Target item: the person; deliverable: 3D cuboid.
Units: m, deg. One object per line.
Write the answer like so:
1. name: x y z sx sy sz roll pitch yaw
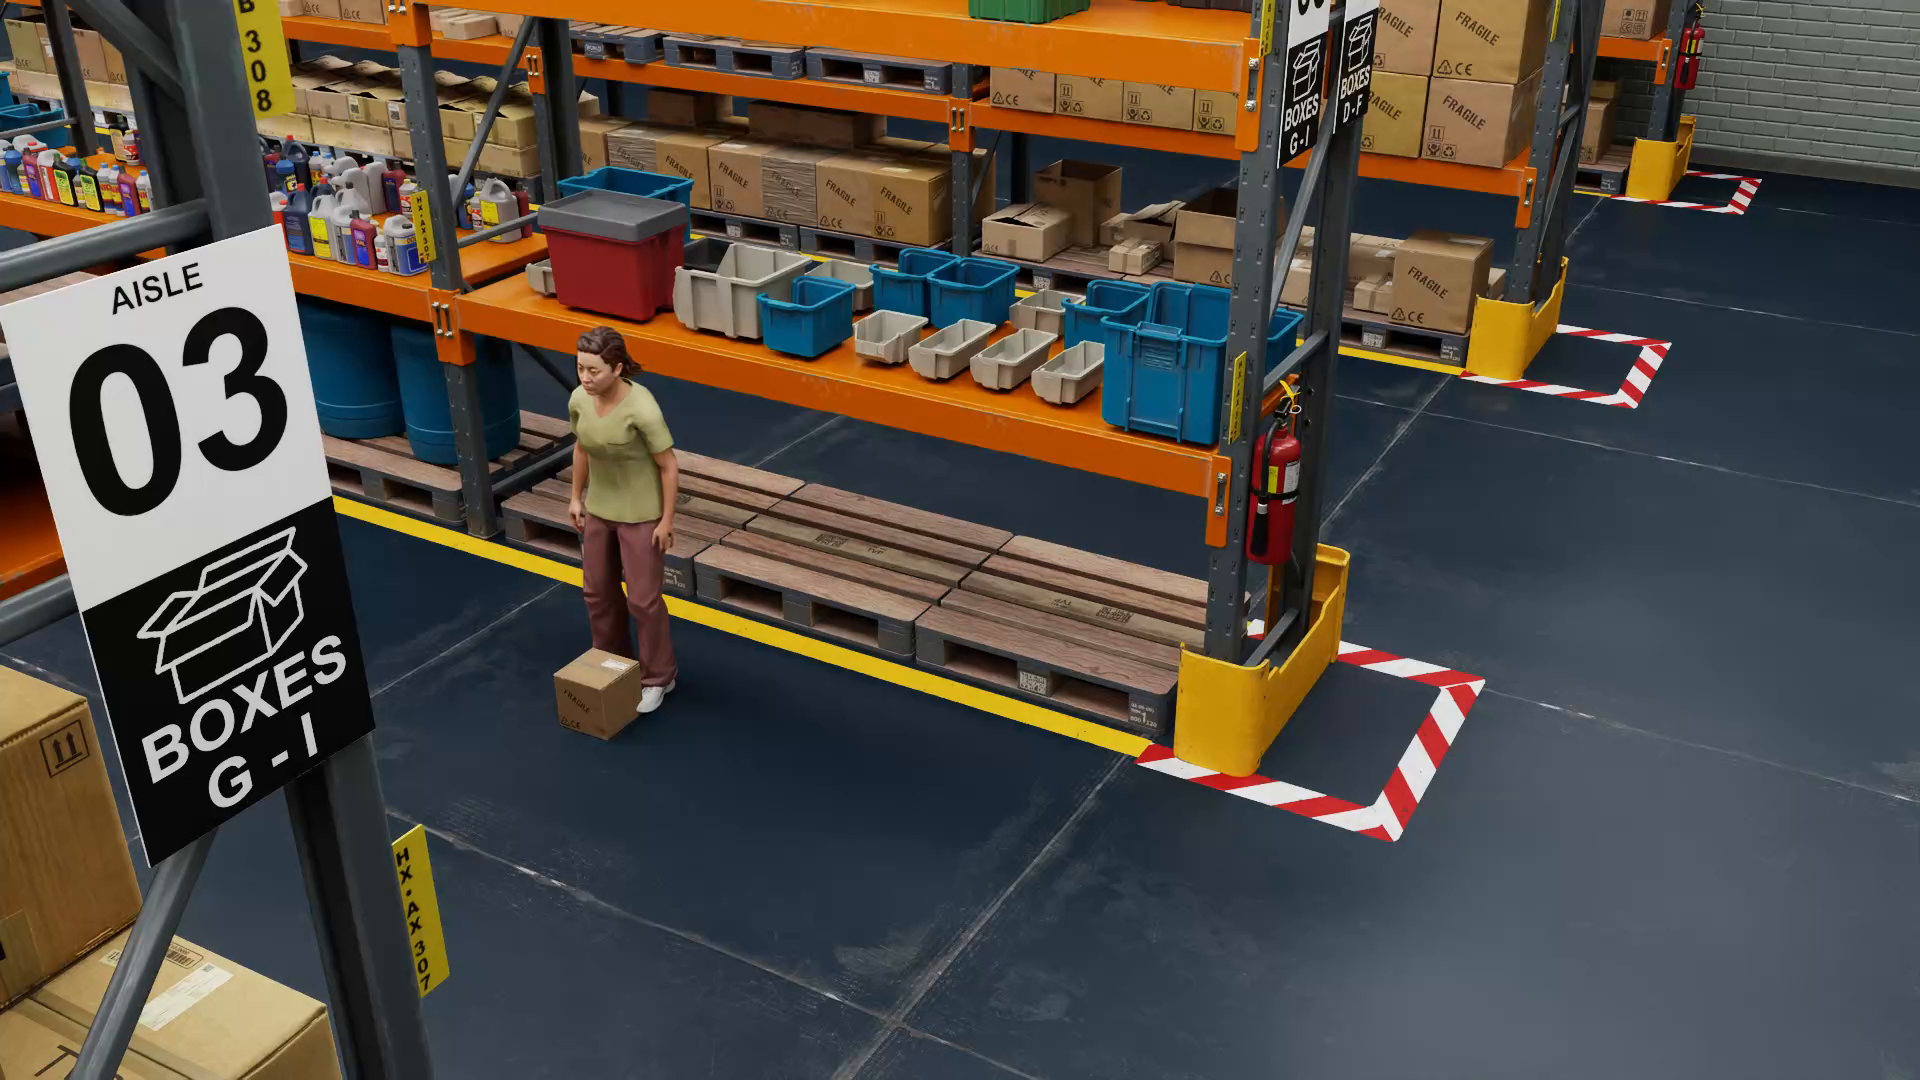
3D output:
1. person: -1.382 0.012 6.854 0.515 1.438 0.352 13 29 24
